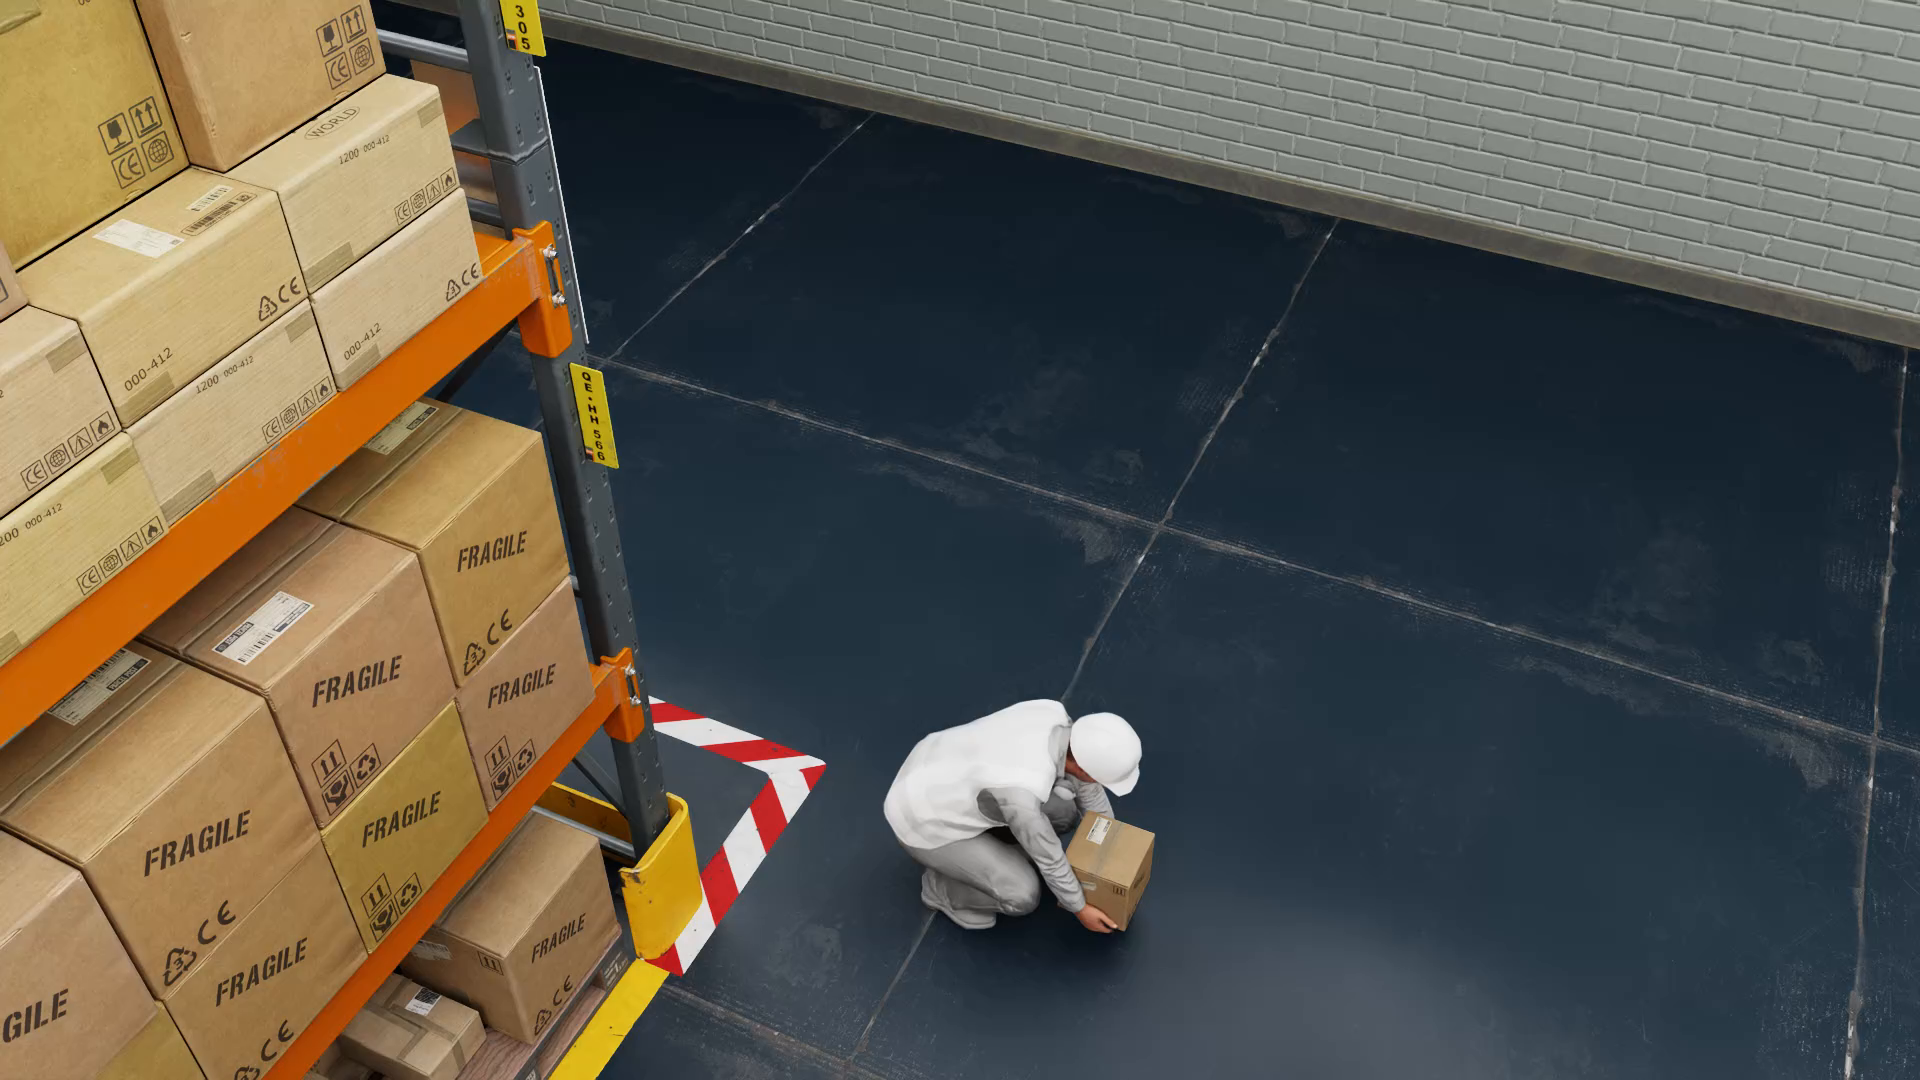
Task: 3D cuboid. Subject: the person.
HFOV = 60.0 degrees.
[{"bbox_3d":[0.194,0.910,5.703,0.886,1.010,0.520,17,44,18],"label":"person"}]
